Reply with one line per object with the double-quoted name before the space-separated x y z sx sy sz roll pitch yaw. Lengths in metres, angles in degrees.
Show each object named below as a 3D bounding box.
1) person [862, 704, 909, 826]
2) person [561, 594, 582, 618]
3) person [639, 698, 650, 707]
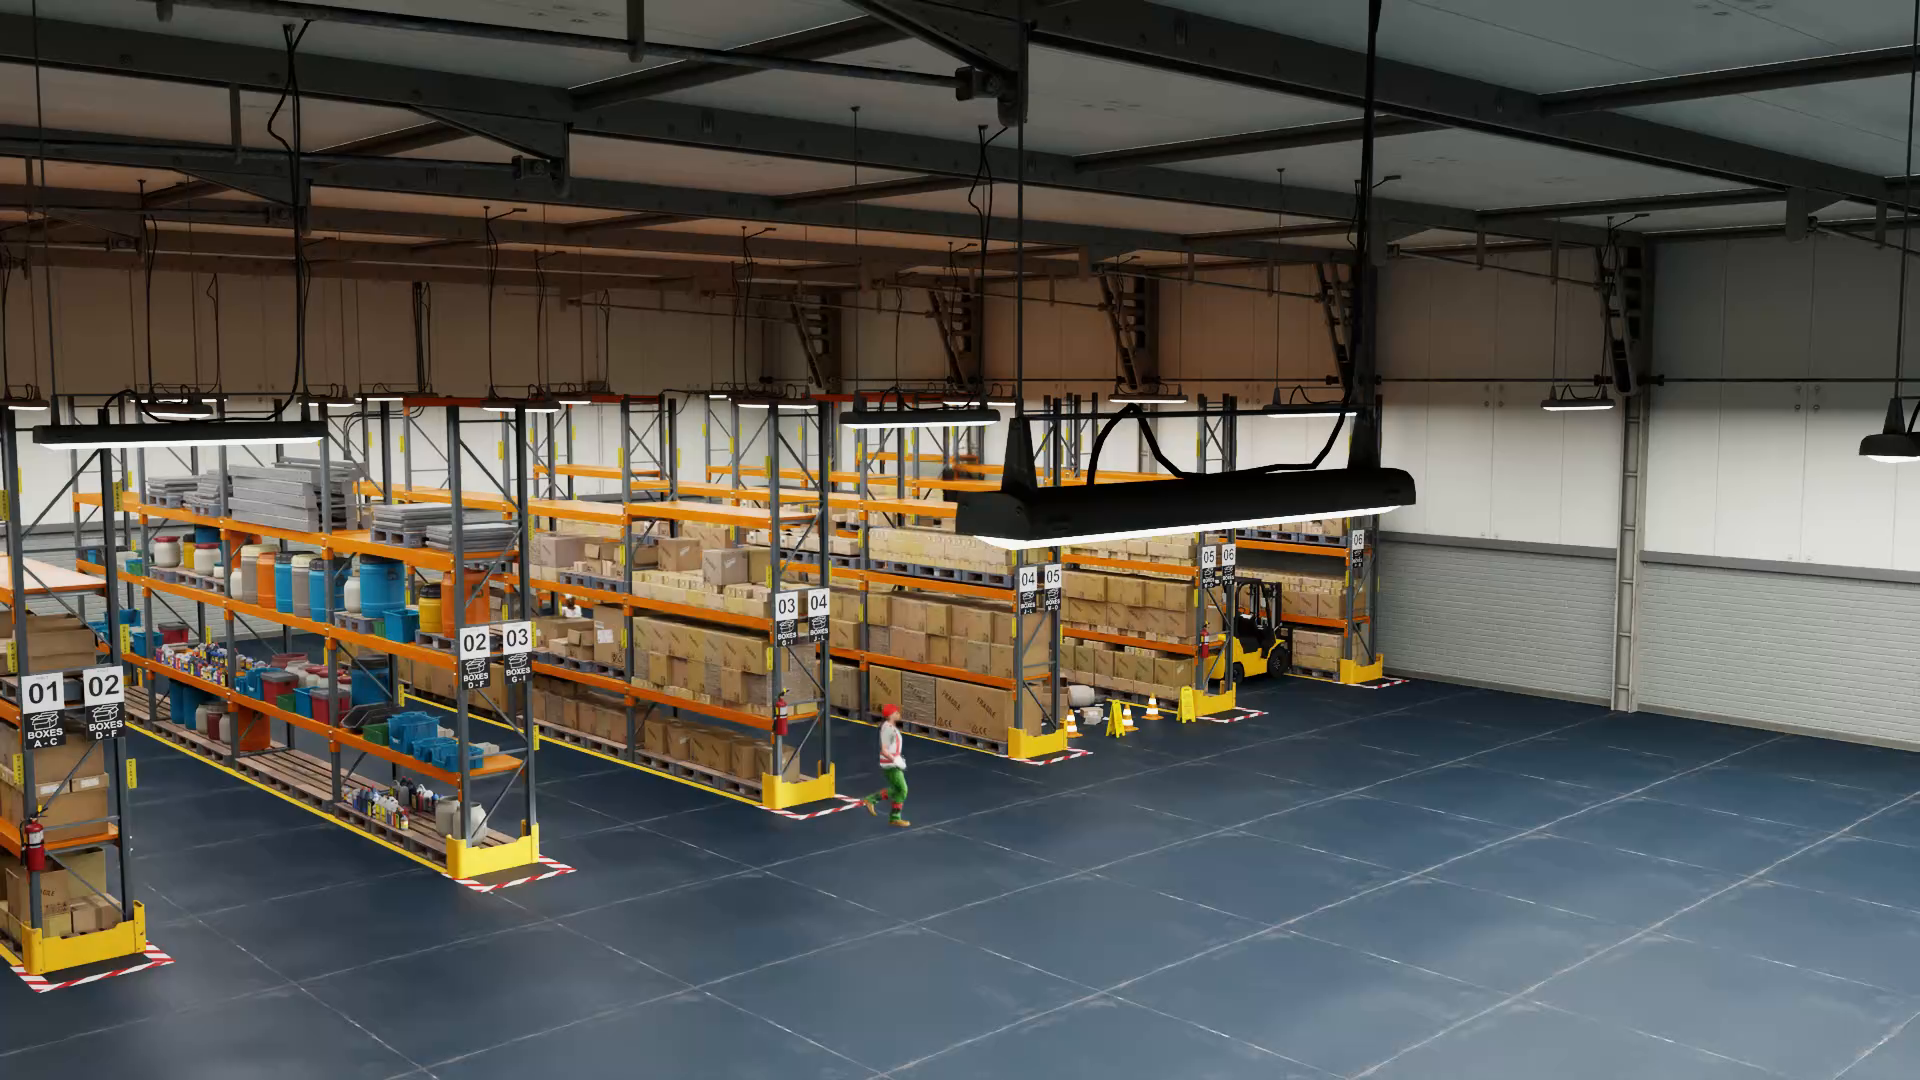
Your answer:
"person" -1.055 3.188 23.610 0.670 1.748 0.692 0 6 -2
"person" -8.323 2.012 35.725 0.676 1.735 0.611 -5 7 -41
"person" -6.001 2.443 31.556 0.656 1.682 0.664 -5 8 -44
